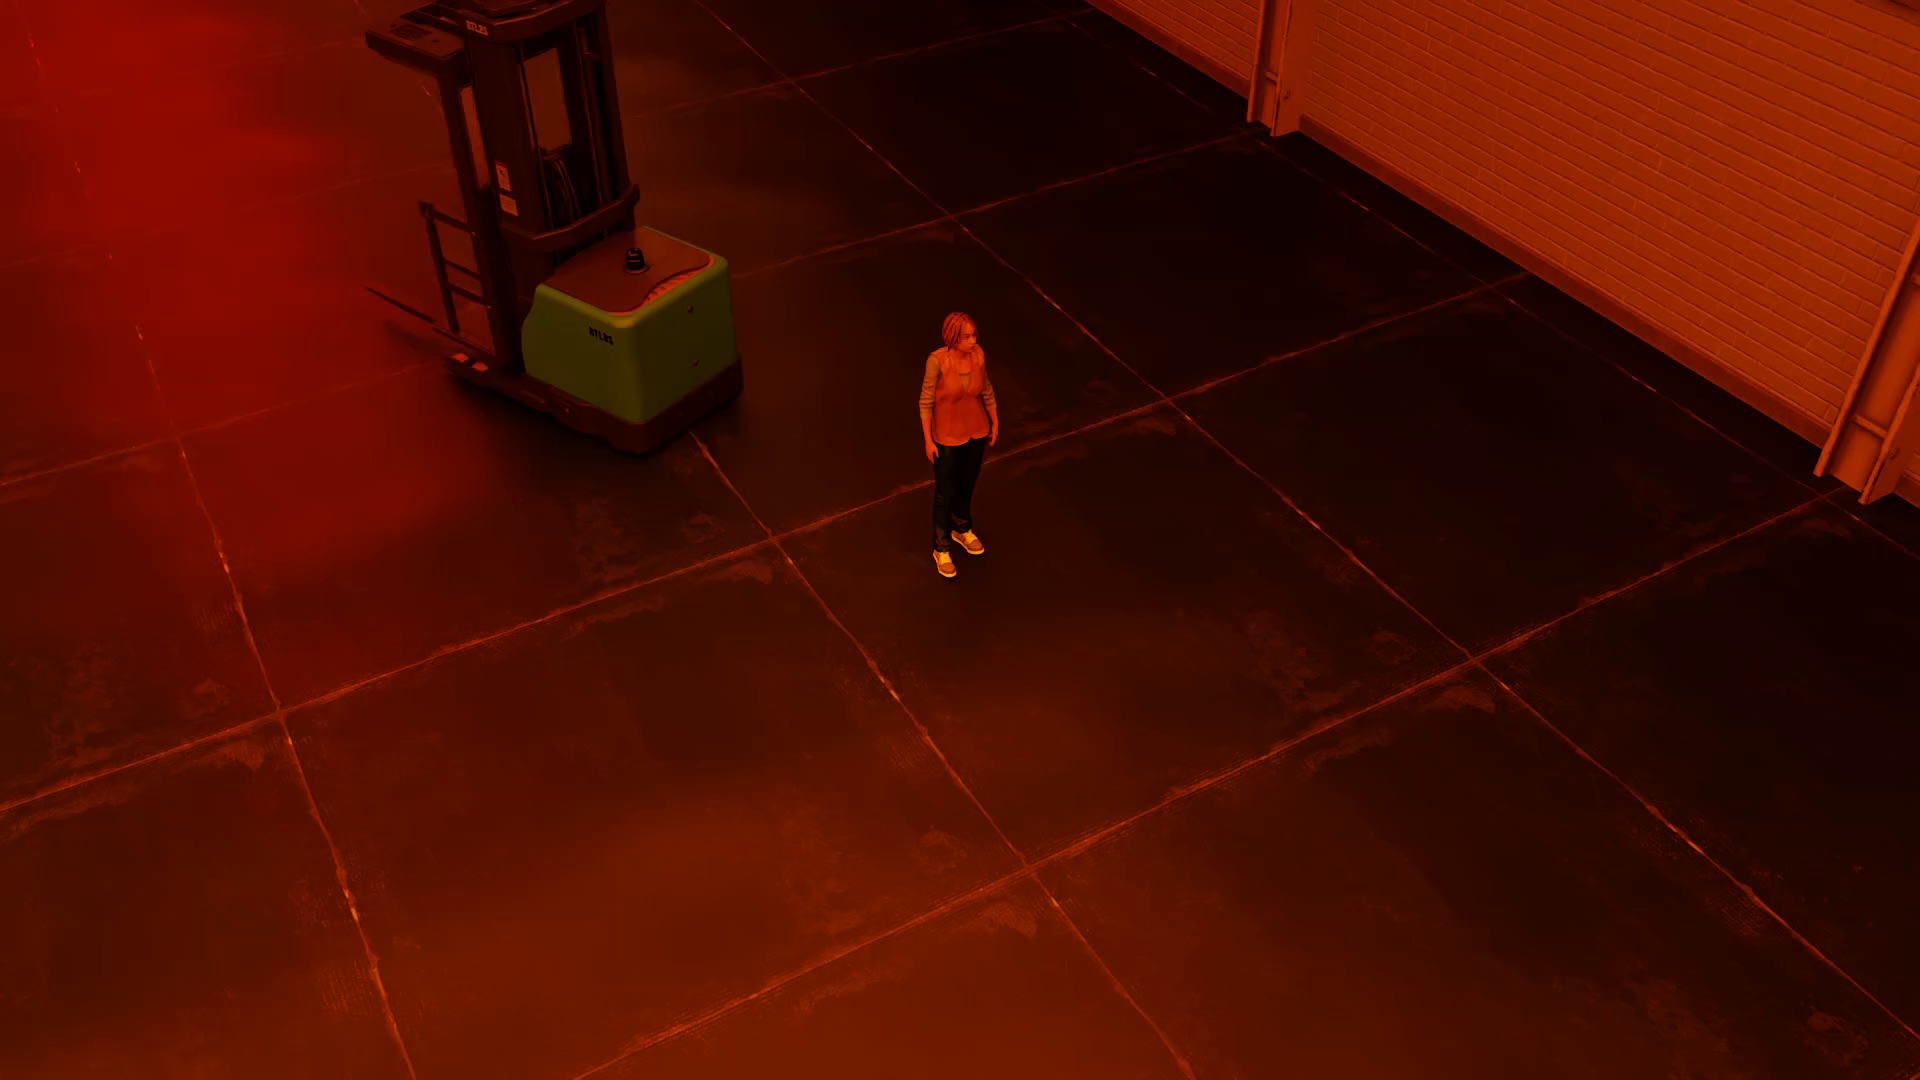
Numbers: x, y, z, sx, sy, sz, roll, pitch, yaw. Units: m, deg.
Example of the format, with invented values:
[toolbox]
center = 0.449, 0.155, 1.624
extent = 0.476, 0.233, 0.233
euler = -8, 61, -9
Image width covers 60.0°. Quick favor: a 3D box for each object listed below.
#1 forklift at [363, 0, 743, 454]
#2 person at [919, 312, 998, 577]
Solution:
[forklift]
center = -2.988, -2.450, 10.989
extent = 3.031, 2.935, 1.130
euler = 25, 46, 27
[person]
center = 0.026, -0.574, 9.763
extent = 0.521, 1.599, 0.473
euler = -20, 44, -23
